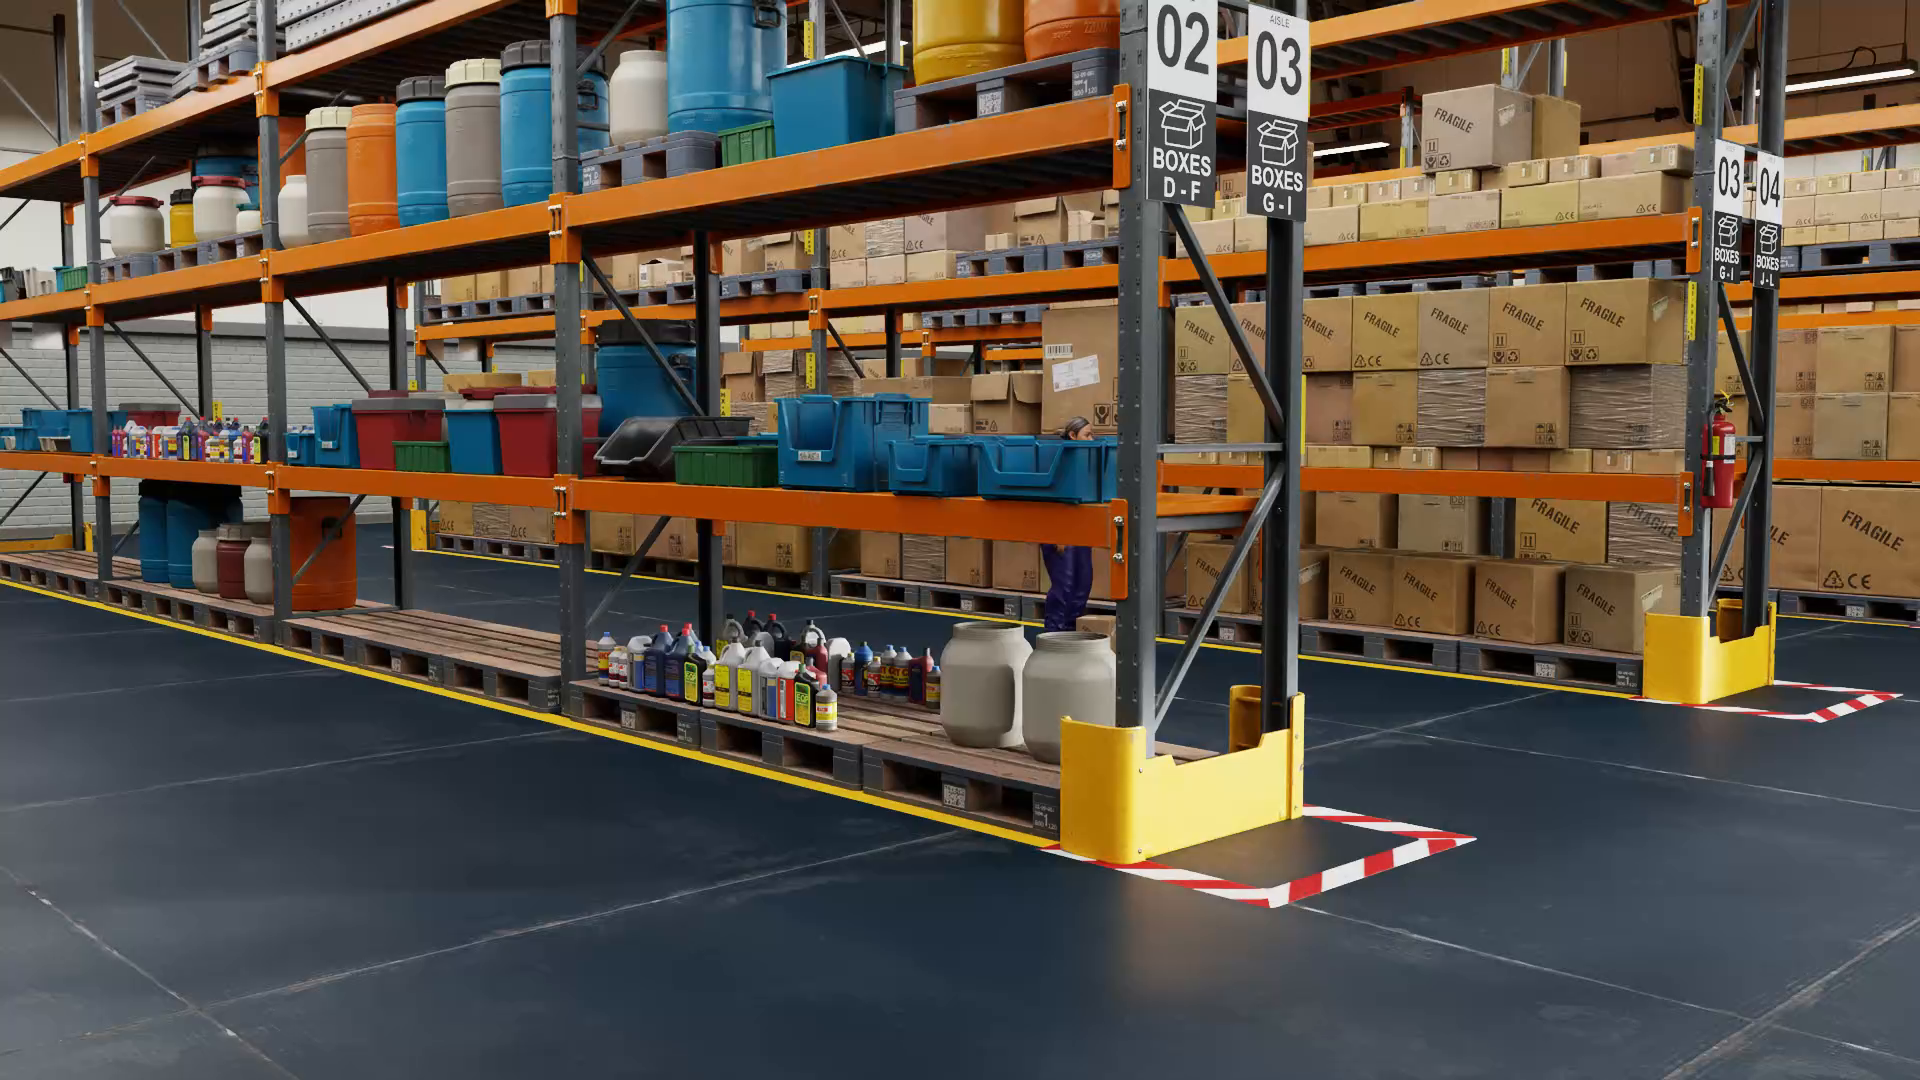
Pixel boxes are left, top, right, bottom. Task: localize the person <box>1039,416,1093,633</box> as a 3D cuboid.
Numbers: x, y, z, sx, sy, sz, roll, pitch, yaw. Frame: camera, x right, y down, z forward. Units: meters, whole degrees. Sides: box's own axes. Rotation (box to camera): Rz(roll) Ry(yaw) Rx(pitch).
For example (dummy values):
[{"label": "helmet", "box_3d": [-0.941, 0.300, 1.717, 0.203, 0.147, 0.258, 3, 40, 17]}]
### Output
[{"label": "person", "box_3d": [0.760, -0.042, 11.685, 0.373, 1.652, 0.541, 2, 5, 30]}]
